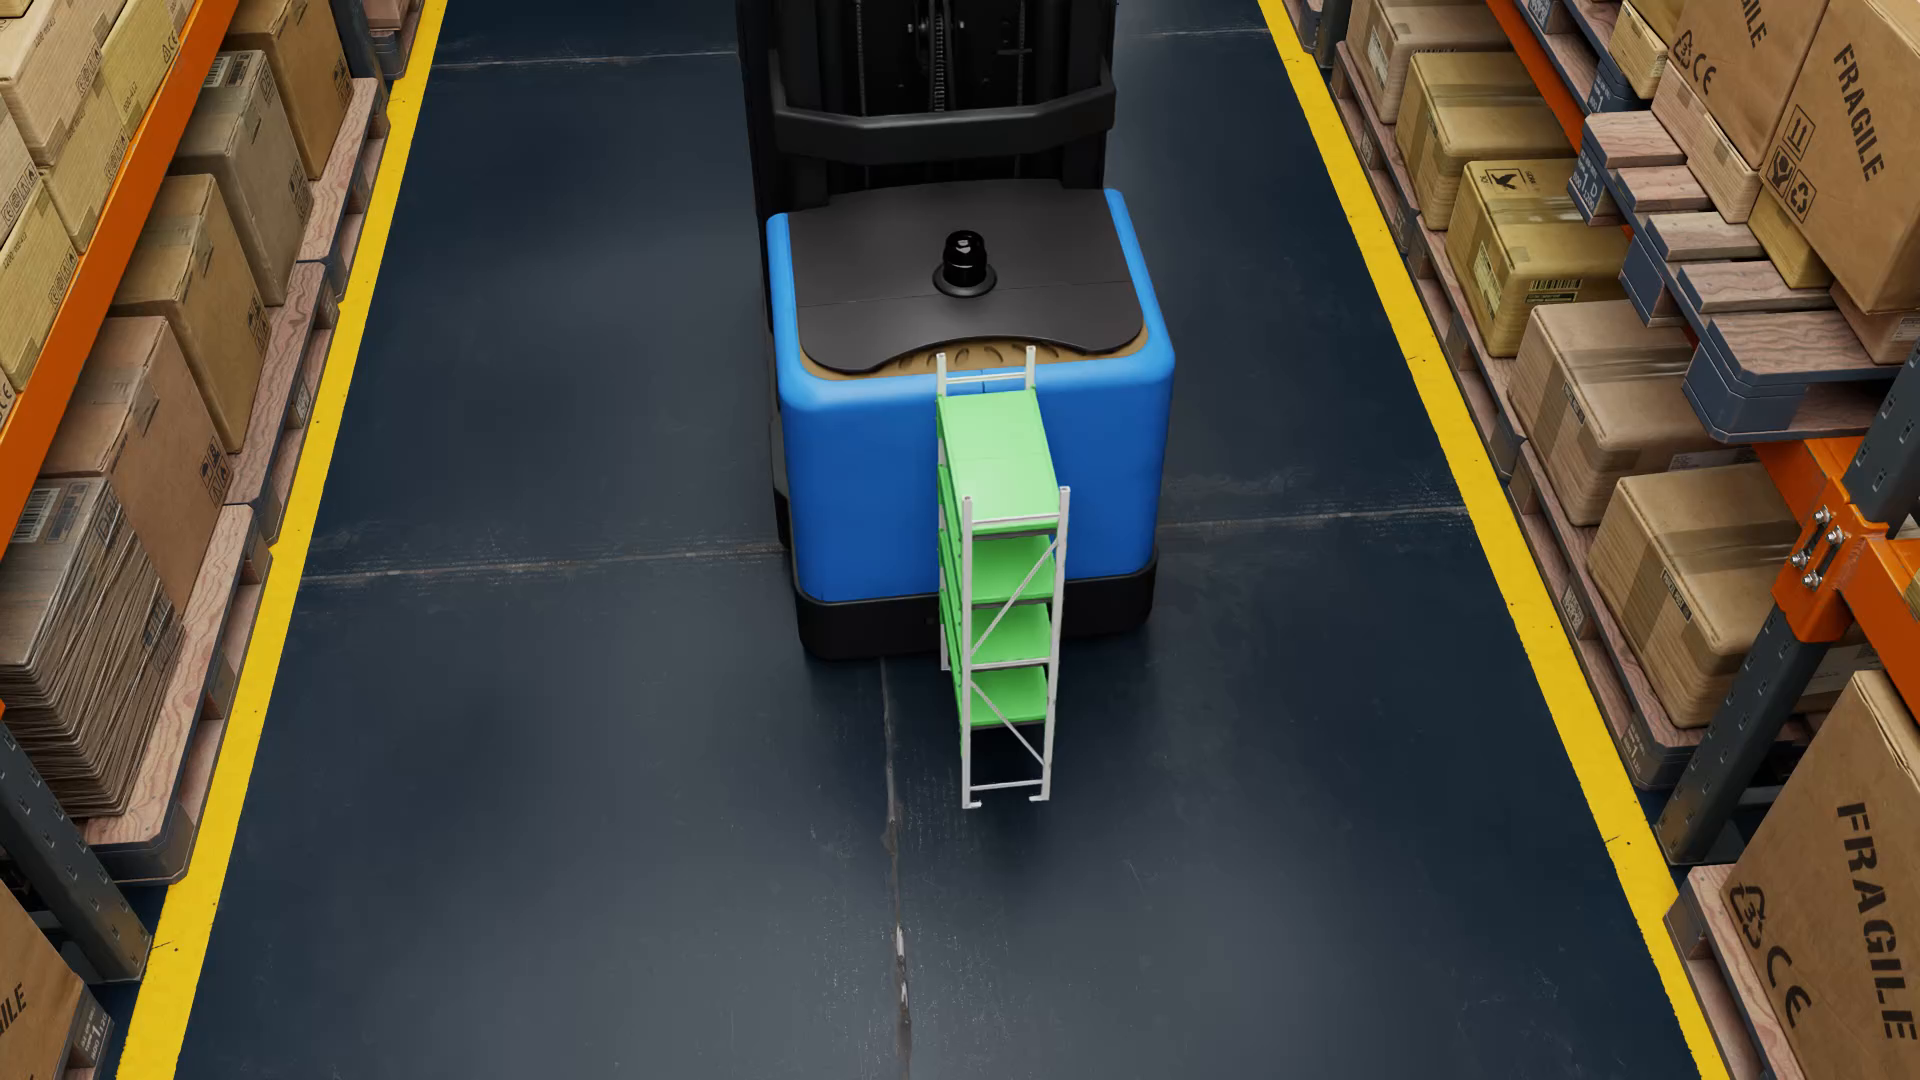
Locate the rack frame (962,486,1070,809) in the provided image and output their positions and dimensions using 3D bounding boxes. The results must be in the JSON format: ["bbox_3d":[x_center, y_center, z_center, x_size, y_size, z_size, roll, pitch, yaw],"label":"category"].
[{"bbox_3d":[0.125,0.309,4.131,0.240,1.200,0.015,-5,47,-5],"label":"rack frame"}]

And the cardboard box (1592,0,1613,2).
[{"bbox_3d":[1.909,-1.632,4.613,0.380,0.149,0.250,-5,47,-5],"label":"cardboard box"}]

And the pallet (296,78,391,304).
[{"bbox_3d":[-2.801,-1.335,6.369,1.003,0.211,1.213,-3,47,-3],"label":"pallet"}]

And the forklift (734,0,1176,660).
[{"bbox_3d":[-0.128,-1.740,4.879,1.130,2.935,3.031,-5,47,-5],"label":"forklift"}]

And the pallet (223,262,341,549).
[{"bbox_3d":[-2.695,-0.450,5.531,1.003,0.211,1.213,-3,47,-3],"label":"pallet"}]

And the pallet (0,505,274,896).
[{"bbox_3d":[-2.596,0.431,4.697,1.003,0.211,1.213,-3,47,-3],"label":"pallet"}]

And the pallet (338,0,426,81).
[{"bbox_3d":[-2.926,-2.443,7.419,1.003,0.211,1.213,-3,47,-3],"label":"pallet"}]

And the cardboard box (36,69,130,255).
[{"bbox_3d":[-2.447,-0.951,4.188,0.500,0.250,0.500,-5,47,-5],"label":"cardboard box"}]

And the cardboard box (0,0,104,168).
[{"bbox_3d":[-2.427,-1.129,4.012,0.500,0.250,0.500,-5,47,-4],"label":"cardboard box"}]

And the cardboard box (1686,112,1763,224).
[{"bbox_3d":[1.957,-0.885,3.906,0.380,0.149,0.250,-4,47,-4],"label":"cardboard box"}]

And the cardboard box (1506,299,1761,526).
[{"bbox_3d":[2.272,-0.418,5.101,0.950,0.372,0.625,-4,47,-4],"label":"cardboard box"}]

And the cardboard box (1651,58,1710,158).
[{"bbox_3d":[1.944,-1.067,4.079,0.380,0.149,0.250,-5,47,-5],"label":"cardboard box"}]

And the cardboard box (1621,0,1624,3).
[{"bbox_3d":[2.012,-1.455,4.446,0.380,0.149,0.250,-3,47,-3],"label":"cardboard box"}]

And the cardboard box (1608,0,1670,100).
[{"bbox_3d":[1.907,-1.265,4.266,0.380,0.149,0.250,-3,47,-3],"label":"cardboard box"}]

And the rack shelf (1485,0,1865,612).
[{"bbox_3d":[2.212,-1.434,5.038,1.077,0.370,4.000,-3,47,-3],"label":"rack shelf"}]

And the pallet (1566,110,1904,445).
[{"bbox_3d":[2.214,-0.678,3.958,1.213,0.211,1.003,-3,47,-3],"label":"pallet"}]

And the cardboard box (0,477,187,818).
[{"bbox_3d":[-2.605,0.290,4.256,0.875,0.625,0.625,-2,47,-2],"label":"cardboard box"}]

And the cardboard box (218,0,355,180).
[{"bbox_3d":[-2.846,-1.775,6.212,0.875,0.625,0.625,-2,47,-2],"label":"cardboard box"}]

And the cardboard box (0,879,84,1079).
[{"bbox_3d":[-2.317,1.078,3.596,0.500,0.500,0.500,-2,47,-2],"label":"cardboard box"}]

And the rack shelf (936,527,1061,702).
[{"bbox_3d":[0.094,0.177,4.344,0.258,0.148,0.480,-5,47,-5],"label":"rack shelf"}]

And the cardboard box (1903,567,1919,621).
[{"bbox_3d":[2.170,0.186,3.111,0.500,0.250,0.500,-4,47,-4],"label":"cardboard box"}]

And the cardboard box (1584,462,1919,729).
[{"bbox_3d":[2.342,0.115,4.596,0.950,0.372,0.625,-6,47,-6],"label":"cardboard box"}]

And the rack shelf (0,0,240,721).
[{"bbox_3d":[-2.734,-1.130,4.750,1.077,0.370,4.000,-3,47,-3],"label":"rack shelf"}]

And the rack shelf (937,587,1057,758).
[{"bbox_3d":[0.094,0.342,4.518,0.258,0.148,0.480,-5,47,-5],"label":"rack shelf"}]

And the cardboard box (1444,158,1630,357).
[{"bbox_3d":[2.215,-0.967,5.621,0.950,0.372,0.625,-2,47,-2],"label":"cardboard box"}]

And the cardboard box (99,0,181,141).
[{"bbox_3d":[-2.489,-1.326,4.543,0.500,0.250,0.500,-2,47,-2],"label":"cardboard box"}]

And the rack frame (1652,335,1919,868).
[{"bbox_3d":[2.380,-0.235,3.406,1.000,3.000,0.127,-3,47,-3],"label":"rack frame"}]

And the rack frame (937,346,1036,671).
[{"bbox_3d":[0.064,-0.043,4.464,0.240,1.200,0.015,-5,47,-5],"label":"rack frame"}]

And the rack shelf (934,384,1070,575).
[{"bbox_3d":[0.094,-0.153,3.996,0.258,0.148,0.480,-5,47,-5],"label":"rack shelf"}]

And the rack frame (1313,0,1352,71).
[{"bbox_3d":[2.045,-3.129,6.147,1.000,3.000,0.127,-3,47,-3],"label":"rack frame"}]

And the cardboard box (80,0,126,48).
[{"bbox_3d":[-2.495,-1.497,4.360,0.500,0.250,0.500,-3,47,-3],"label":"cardboard box"}]

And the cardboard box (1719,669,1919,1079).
[{"bbox_3d":[2.355,0.856,3.547,0.875,0.875,0.875,-4,47,-4],"label":"cardboard box"}]

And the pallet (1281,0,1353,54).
[{"bbox_3d":[1.953,-2.654,7.618,1.003,0.211,1.213,-3,47,-3],"label":"pallet"}]

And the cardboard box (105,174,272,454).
[{"bbox_3d":[-2.724,-0.669,5.164,0.875,0.625,0.625,-5,47,-5],"label":"cardboard box"}]

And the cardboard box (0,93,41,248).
[{"bbox_3d":[-2.401,-0.749,3.652,0.500,0.250,0.500,-2,47,-2],"label":"cardboard box"}]

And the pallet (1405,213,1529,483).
[{"bbox_3d":[2.217,-0.722,5.788,1.003,0.211,1.213,-3,47,-3],"label":"pallet"}]

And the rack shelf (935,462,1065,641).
[{"bbox_3d":[0.094,0.012,4.170,0.258,0.148,0.480,-5,47,-5],"label":"rack shelf"}]

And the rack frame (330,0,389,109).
[{"bbox_3d":[-2.901,-2.824,5.859,1.000,3.000,0.127,-3,47,-3],"label":"rack frame"}]

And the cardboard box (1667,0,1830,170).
[{"bbox_3d":[2.010,-1.201,3.759,0.500,0.500,0.500,-4,47,-4],"label":"cardboard box"}]

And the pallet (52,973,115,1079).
[{"bbox_3d":[-2.542,1.571,3.617,1.003,0.211,1.213,-3,47,-3],"label":"pallet"}]

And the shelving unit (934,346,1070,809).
[{"bbox_3d":[0.094,0.133,4.298,0.258,1.200,0.503,-5,47,-5],"label":"shelving unit"}]

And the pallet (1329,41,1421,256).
[{"bbox_3d":[2.111,-1.607,6.626,1.003,0.211,1.213,-3,47,-3],"label":"pallet"}]

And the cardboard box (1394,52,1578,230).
[{"bbox_3d":[2.155,-1.470,6.097,0.950,0.372,0.625,-1,47,-1],"label":"cardboard box"}]

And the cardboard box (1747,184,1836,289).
[{"bbox_3d":[2.023,-0.705,3.736,0.380,0.149,0.250,-3,47,-3],"label":"cardboard box"}]

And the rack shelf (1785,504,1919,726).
[{"bbox_3d":[2.547,1.460,2.297,1.077,0.370,4.000,-3,47,-3],"label":"rack shelf"}]

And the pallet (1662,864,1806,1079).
[{"bbox_3d":[2.370,1.299,3.874,1.003,0.211,1.213,-3,47,-3],"label":"pallet"}]

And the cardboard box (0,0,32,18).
[{"bbox_3d":[-2.418,-1.369,3.965,0.380,0.149,0.250,-3,47,-2],"label":"cardboard box"}]

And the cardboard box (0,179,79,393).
[{"bbox_3d":[-2.397,-0.579,3.835,0.500,0.250,0.500,-4,47,-4],"label":"cardboard box"}]

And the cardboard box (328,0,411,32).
[{"bbox_3d":[-2.612,-2.393,7.055,0.500,0.250,0.500,-3,47,-3],"label":"cardboard box"}]

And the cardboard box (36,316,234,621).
[{"bbox_3d":[-2.668,-0.182,4.703,0.875,0.625,0.625,-2,47,-2],"label":"cardboard box"}]

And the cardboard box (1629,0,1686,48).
[{"bbox_3d":[1.967,-1.566,4.104,0.500,0.500,0.500,-6,47,-6],"label":"cardboard box"}]

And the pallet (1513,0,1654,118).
[{"bbox_3d":[2.173,-1.598,4.830,1.003,0.211,1.213,-3,47,-3],"label":"pallet"}]

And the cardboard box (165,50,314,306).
[{"bbox_3d":[-2.789,-1.213,5.679,0.875,0.625,0.625,-4,47,-4],"label":"cardboard box"}]

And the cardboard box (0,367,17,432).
[{"bbox_3d":[-2.360,-0.215,3.490,0.500,0.250,0.500,-3,47,-3],"label":"cardboard box"}]

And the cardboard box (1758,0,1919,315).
[{"bbox_3d":[2.064,-0.828,3.405,0.500,0.500,0.500,-5,47,-4],"label":"cardboard box"}]

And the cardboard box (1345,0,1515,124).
[{"bbox_3d":[2.091,-1.990,6.589,0.950,0.372,0.625,-3,47,-3],"label":"cardboard box"}]

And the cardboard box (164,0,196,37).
[{"bbox_3d":[-2.540,-1.699,4.897,0.500,0.250,0.500,-3,47,-3],"label":"cardboard box"}]

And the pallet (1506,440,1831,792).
[{"bbox_3d":[2.316,0.159,4.954,1.003,0.211,1.213,-3,47,-3],"label":"pallet"}]

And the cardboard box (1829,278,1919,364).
[{"bbox_3d":[2.118,-0.515,3.556,0.380,0.149,0.250,-2,47,-2],"label":"cardboard box"}]

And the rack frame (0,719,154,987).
[{"bbox_3d":[-2.566,0.070,3.118,1.000,3.000,0.127,-3,47,-3],"label":"rack frame"}]
